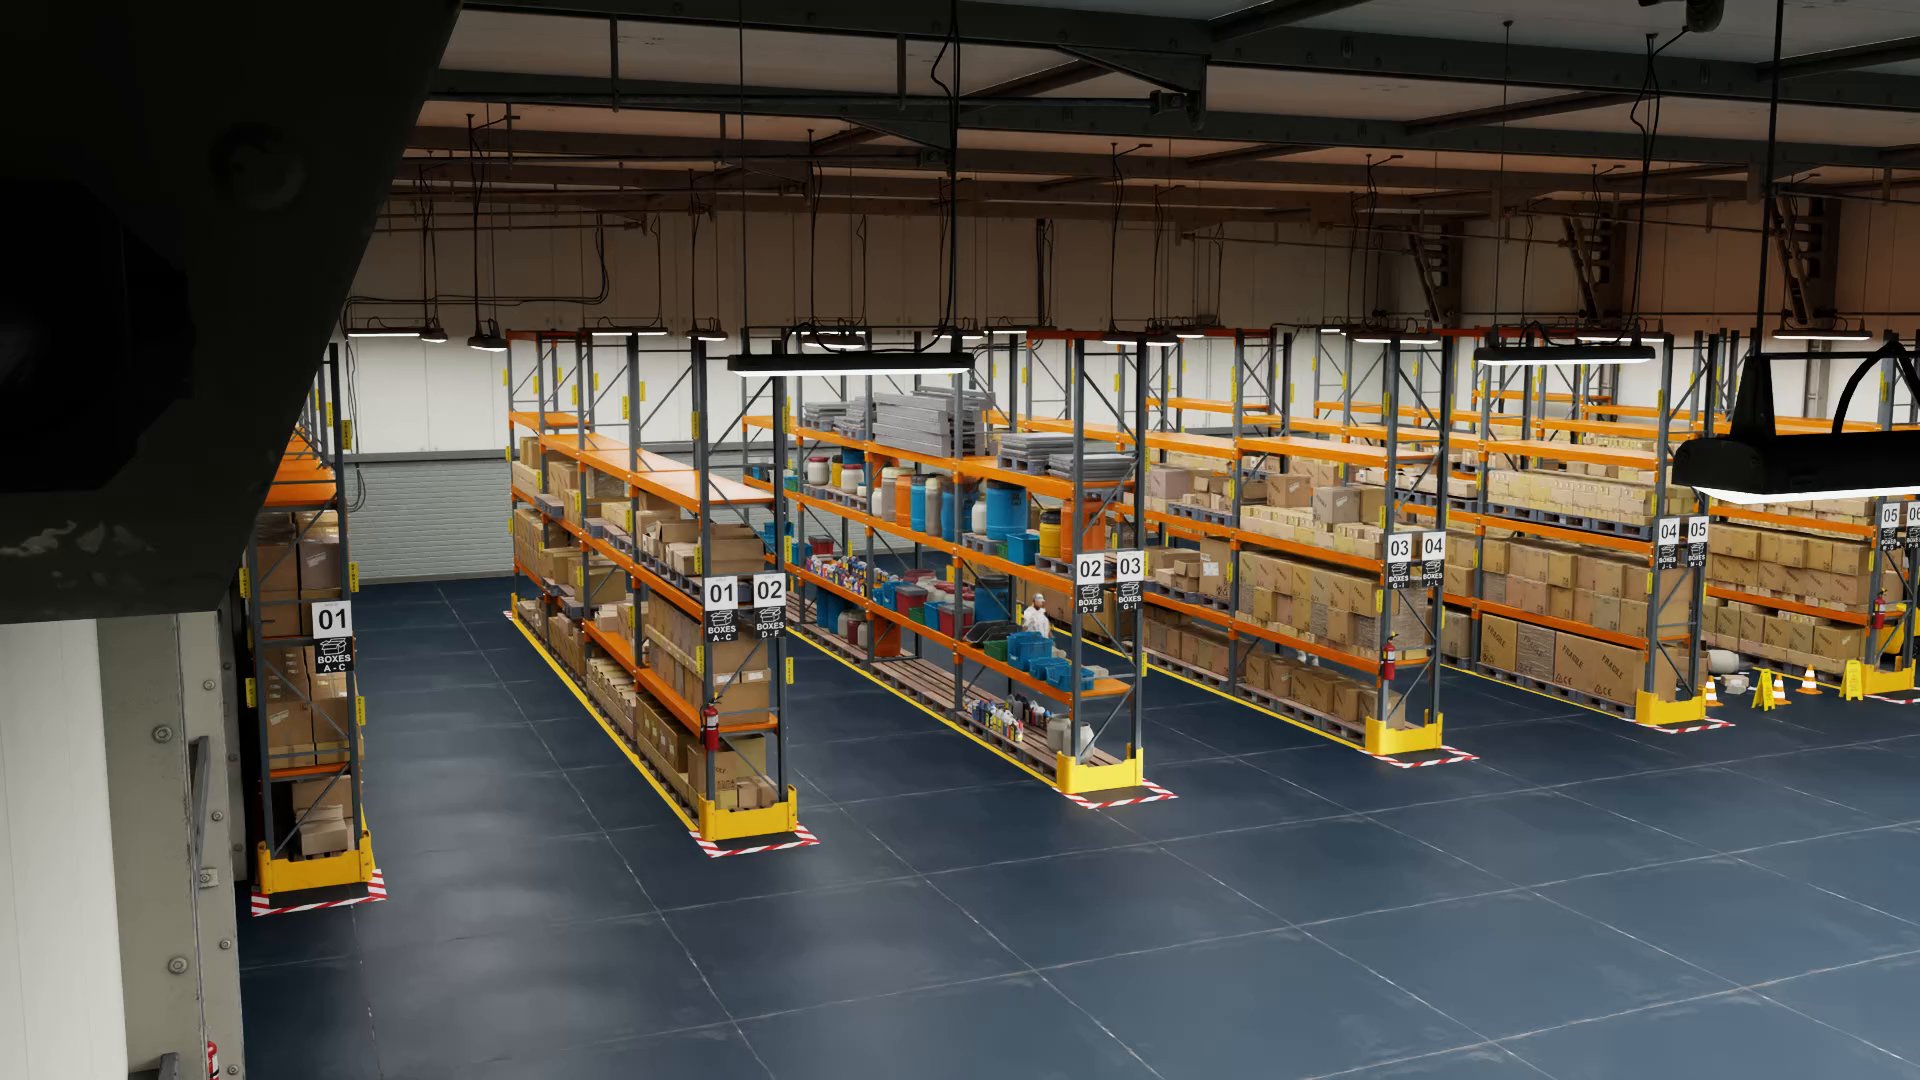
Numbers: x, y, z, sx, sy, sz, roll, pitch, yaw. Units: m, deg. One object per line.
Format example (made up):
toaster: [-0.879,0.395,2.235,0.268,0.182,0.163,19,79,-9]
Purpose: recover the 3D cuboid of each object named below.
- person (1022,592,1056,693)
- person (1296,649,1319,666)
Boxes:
person: [1.274,1.645,27.040,0.522,1.600,0.616,-7,11,-43]
person: [6.052,1.502,29.101,0.575,1.791,0.541,-3,8,-22]
